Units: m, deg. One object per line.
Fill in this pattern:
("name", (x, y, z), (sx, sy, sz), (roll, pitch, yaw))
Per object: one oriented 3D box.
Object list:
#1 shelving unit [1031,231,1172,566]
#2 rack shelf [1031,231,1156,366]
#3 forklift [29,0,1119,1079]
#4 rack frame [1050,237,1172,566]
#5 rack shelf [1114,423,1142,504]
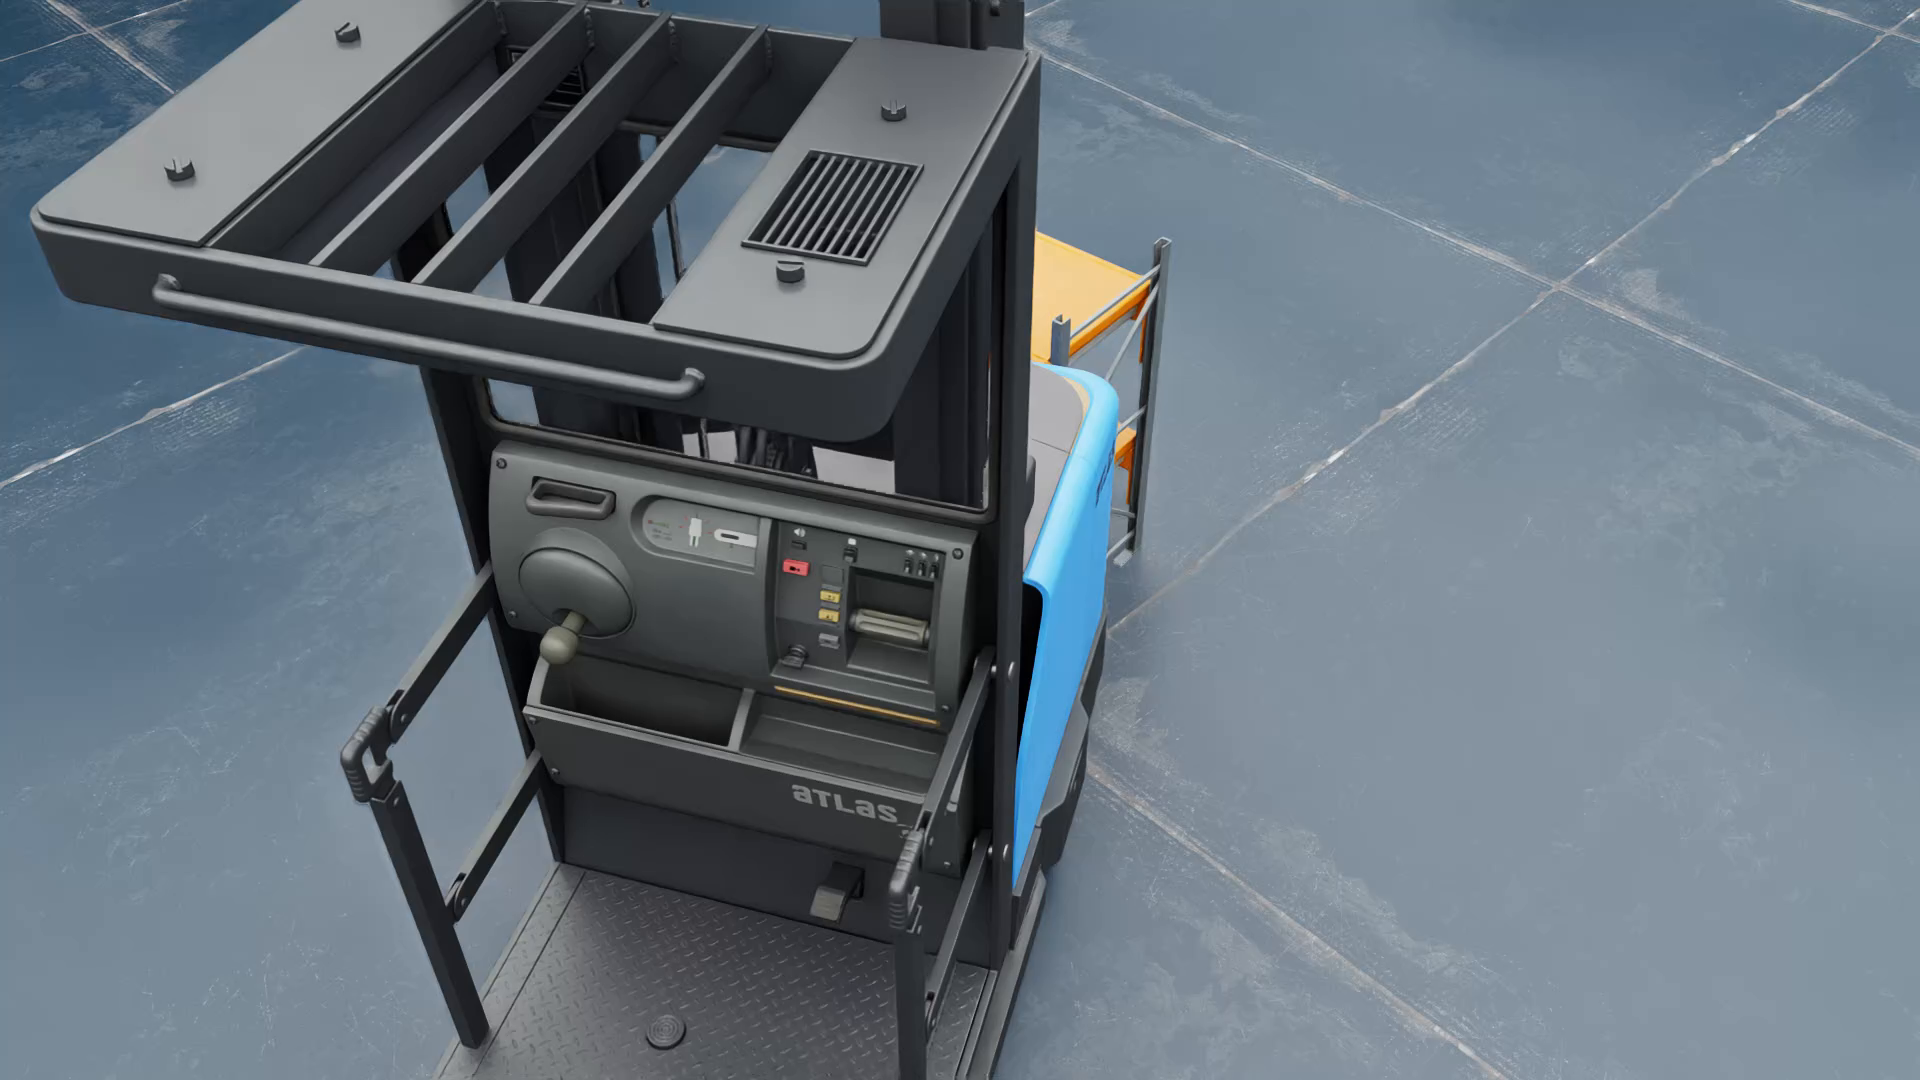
("shelving unit", (0.006, -0.483, 4.944), (1.048, 1.125, 0.538), (29, 50, 28))
("rack shelf", (0.006, -0.698, 4.746), (1.000, 0.278, 0.538), (29, 50, 28))
("forklift", (-0.490, 0.173, 2.903), (1.130, 2.935, 3.031), (11, 44, 12))
("rack frame", (0.400, -0.266, 4.709), (0.032, 1.125, 0.500), (29, 50, 28))
("rack shelf", (0.006, -0.304, 5.110), (1.000, 0.278, 0.538), (29, 50, 28))
